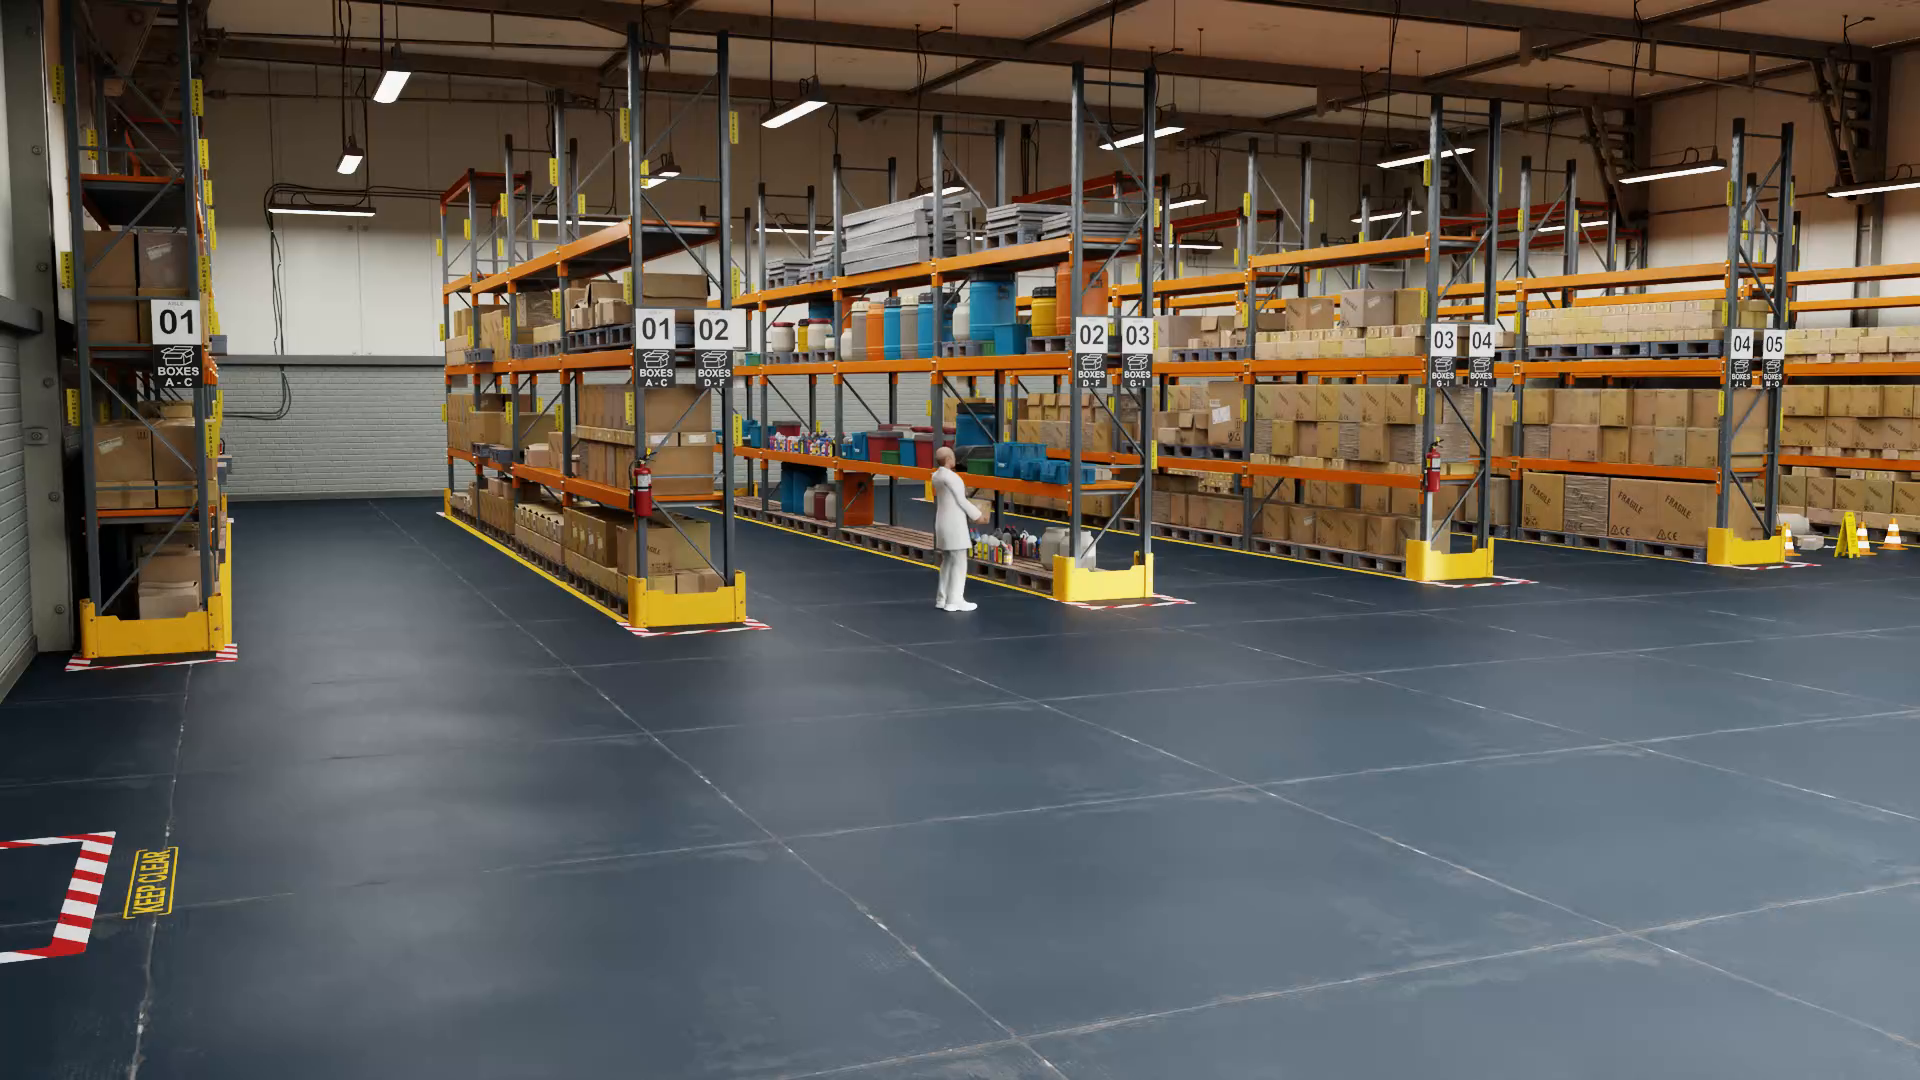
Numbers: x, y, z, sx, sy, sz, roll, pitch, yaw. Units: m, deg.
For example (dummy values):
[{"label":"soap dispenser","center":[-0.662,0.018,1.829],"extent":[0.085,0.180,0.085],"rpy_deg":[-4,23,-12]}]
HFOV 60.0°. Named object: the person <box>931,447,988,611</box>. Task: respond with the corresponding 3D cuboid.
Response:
[{"label":"person","center":[-0.004,-0.132,18.135],"extent":[0.553,1.771,0.530],"rpy_deg":[-2,6,-24]}]
